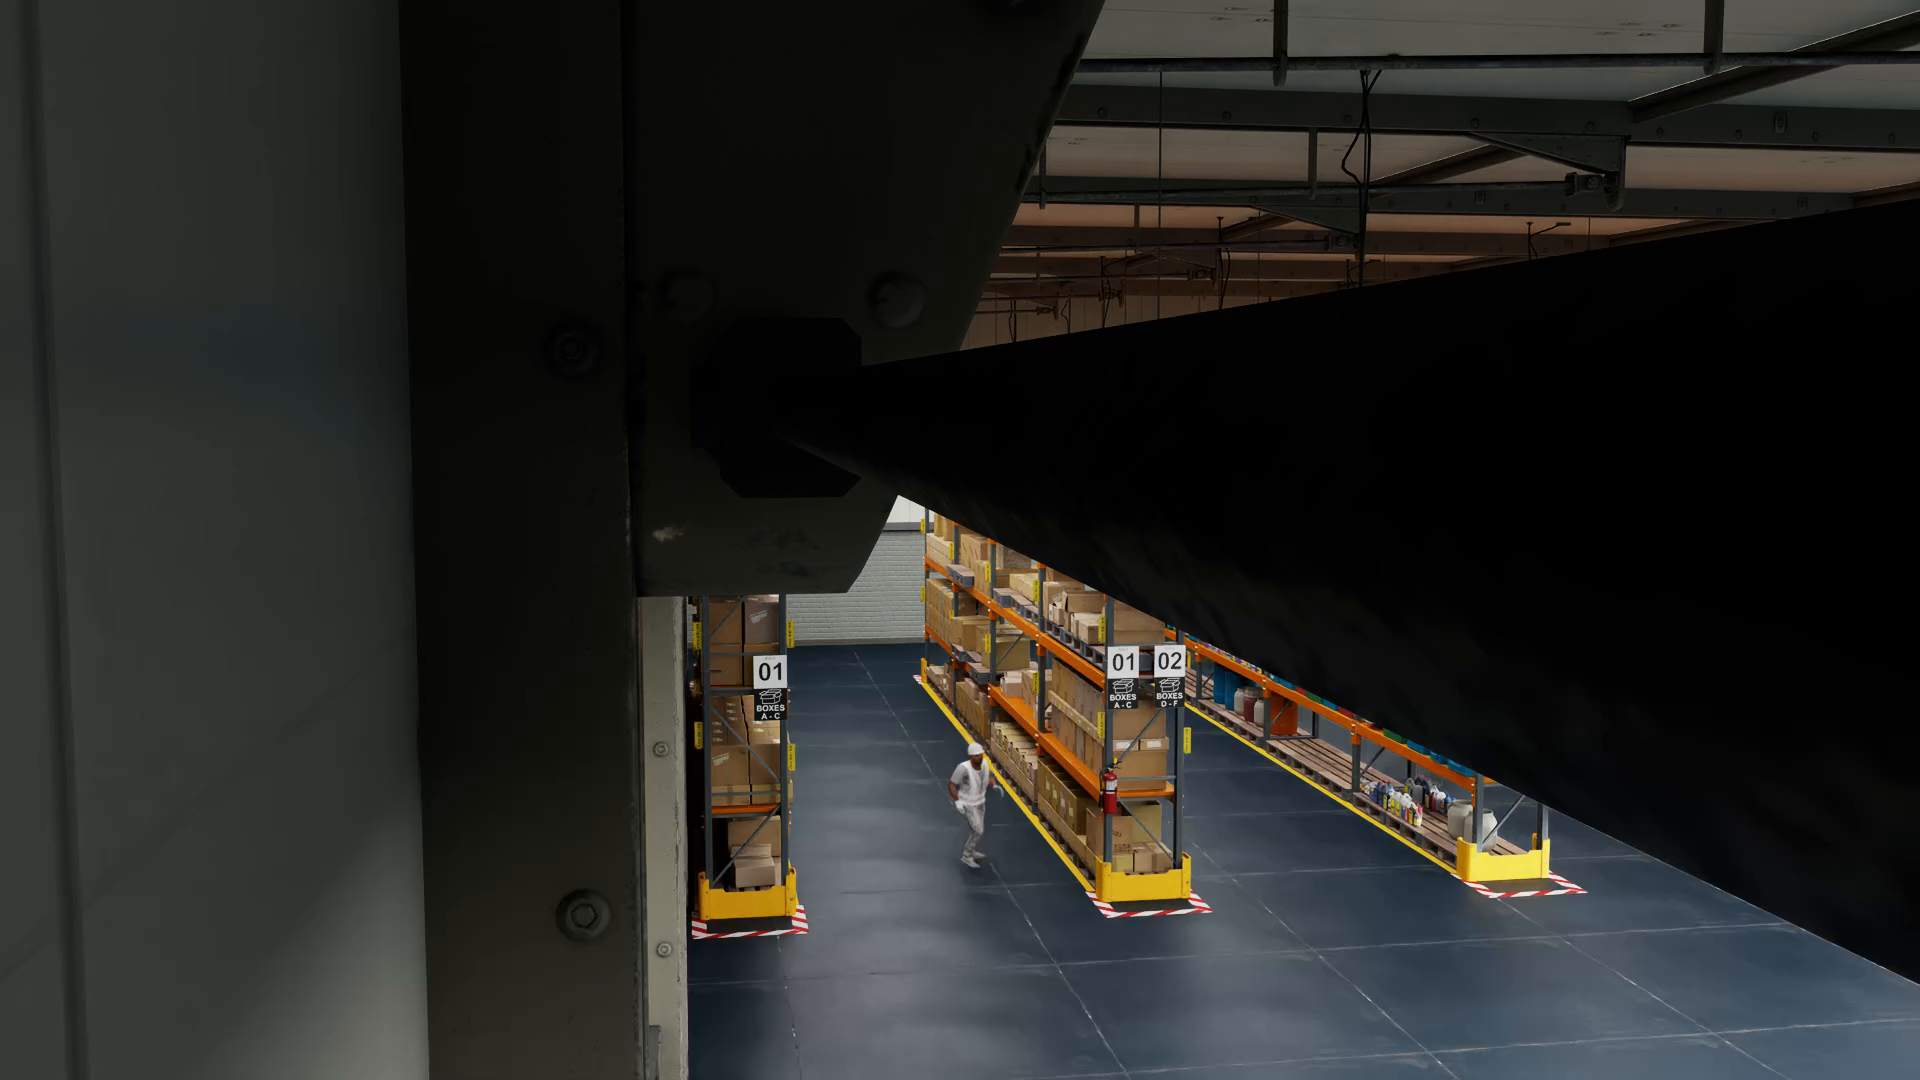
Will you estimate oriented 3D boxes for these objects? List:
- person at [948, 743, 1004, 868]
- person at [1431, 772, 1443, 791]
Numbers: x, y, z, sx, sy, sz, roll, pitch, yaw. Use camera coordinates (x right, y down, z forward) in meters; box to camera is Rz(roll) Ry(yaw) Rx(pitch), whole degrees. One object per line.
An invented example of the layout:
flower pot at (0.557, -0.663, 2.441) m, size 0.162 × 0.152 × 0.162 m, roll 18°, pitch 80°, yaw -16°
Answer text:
person at (0.215, 3.541, 22.319) m, size 0.765 × 1.717 × 0.697 m, roll 4°, pitch 6°, yaw 38°
person at (7.743, 3.163, 26.482) m, size 0.648 × 1.666 × 0.809 m, roll 0°, pitch 5°, yaw -6°
